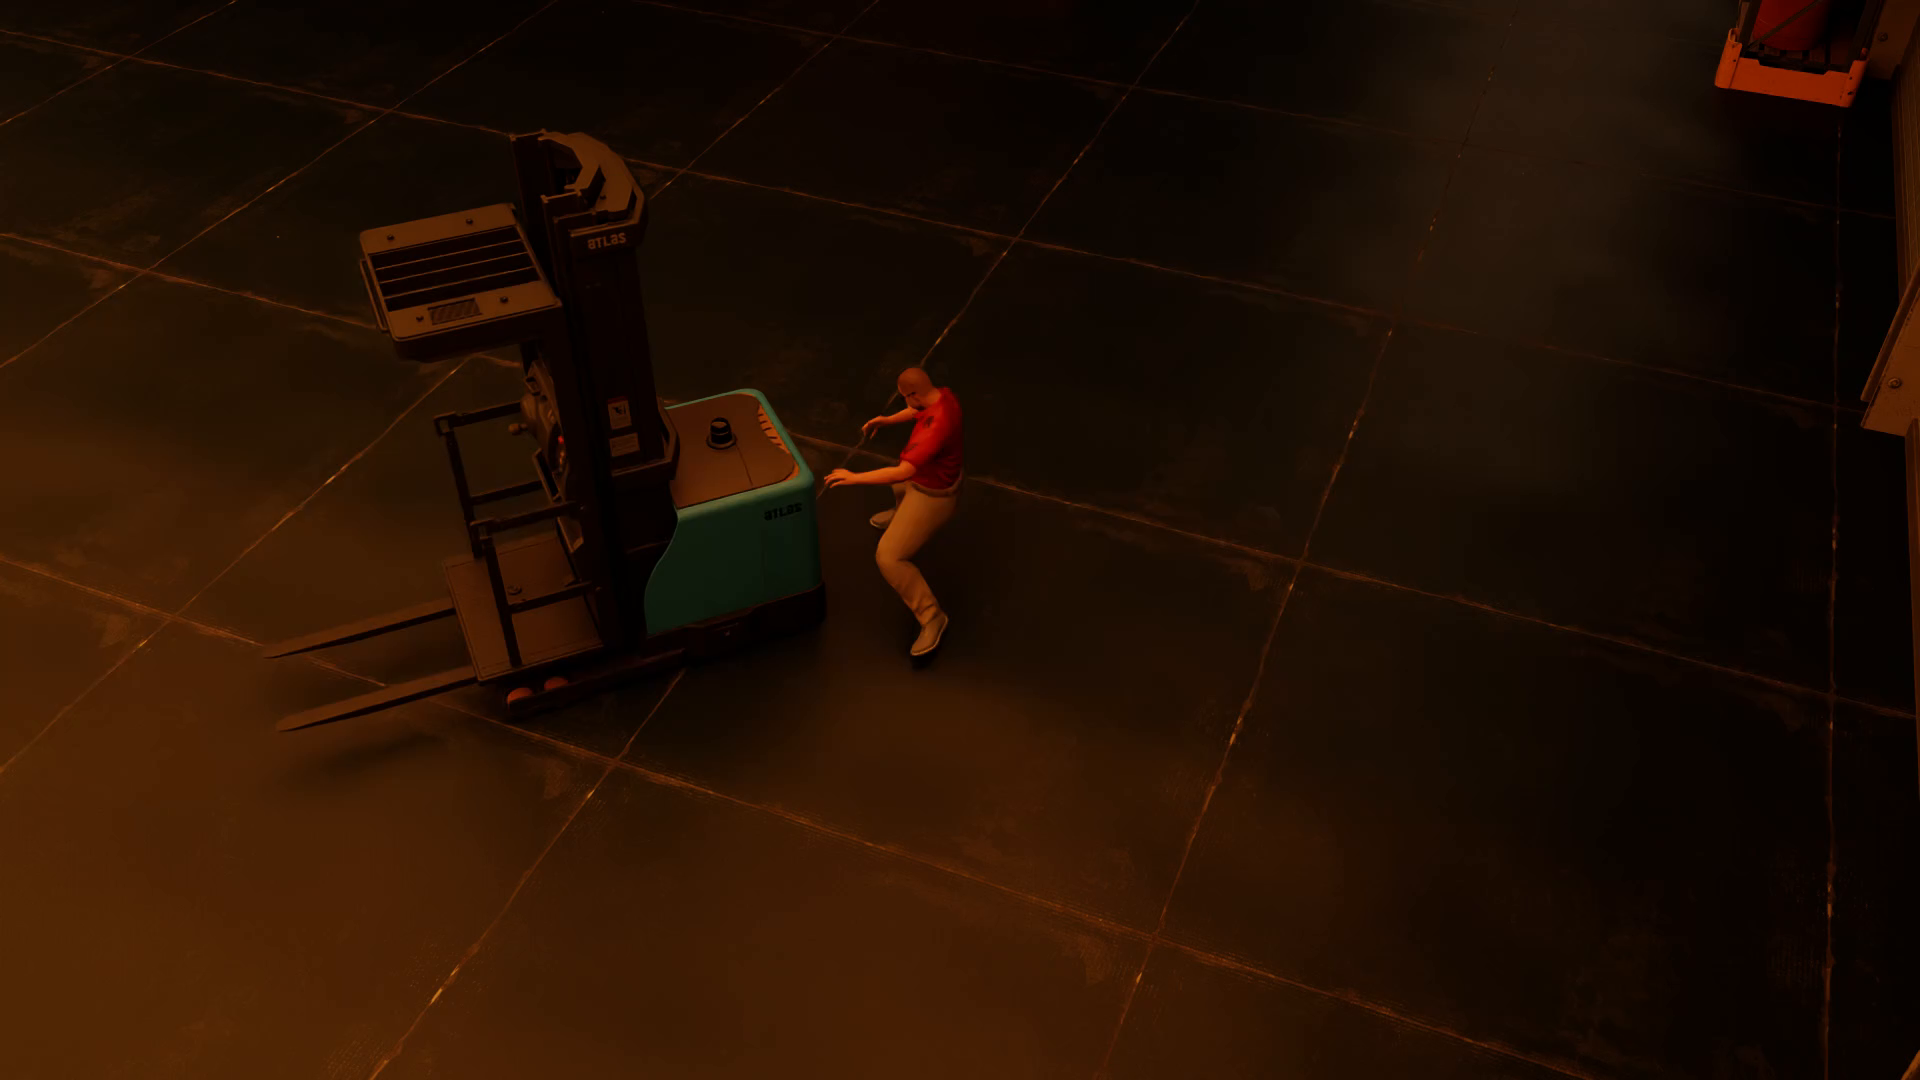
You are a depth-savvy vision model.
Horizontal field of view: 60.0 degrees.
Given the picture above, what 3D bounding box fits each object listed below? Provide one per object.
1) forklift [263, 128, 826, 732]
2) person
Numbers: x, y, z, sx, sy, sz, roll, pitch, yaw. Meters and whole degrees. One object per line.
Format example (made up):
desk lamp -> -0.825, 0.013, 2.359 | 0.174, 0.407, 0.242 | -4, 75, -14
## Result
forklift -> -2.342, -0.539, 8.650 | 3.031, 2.935, 1.130 | -16, 43, -18
person -> -0.322, -0.317, 9.489 | 0.706, 1.512, 1.310 | 8, 41, 9
